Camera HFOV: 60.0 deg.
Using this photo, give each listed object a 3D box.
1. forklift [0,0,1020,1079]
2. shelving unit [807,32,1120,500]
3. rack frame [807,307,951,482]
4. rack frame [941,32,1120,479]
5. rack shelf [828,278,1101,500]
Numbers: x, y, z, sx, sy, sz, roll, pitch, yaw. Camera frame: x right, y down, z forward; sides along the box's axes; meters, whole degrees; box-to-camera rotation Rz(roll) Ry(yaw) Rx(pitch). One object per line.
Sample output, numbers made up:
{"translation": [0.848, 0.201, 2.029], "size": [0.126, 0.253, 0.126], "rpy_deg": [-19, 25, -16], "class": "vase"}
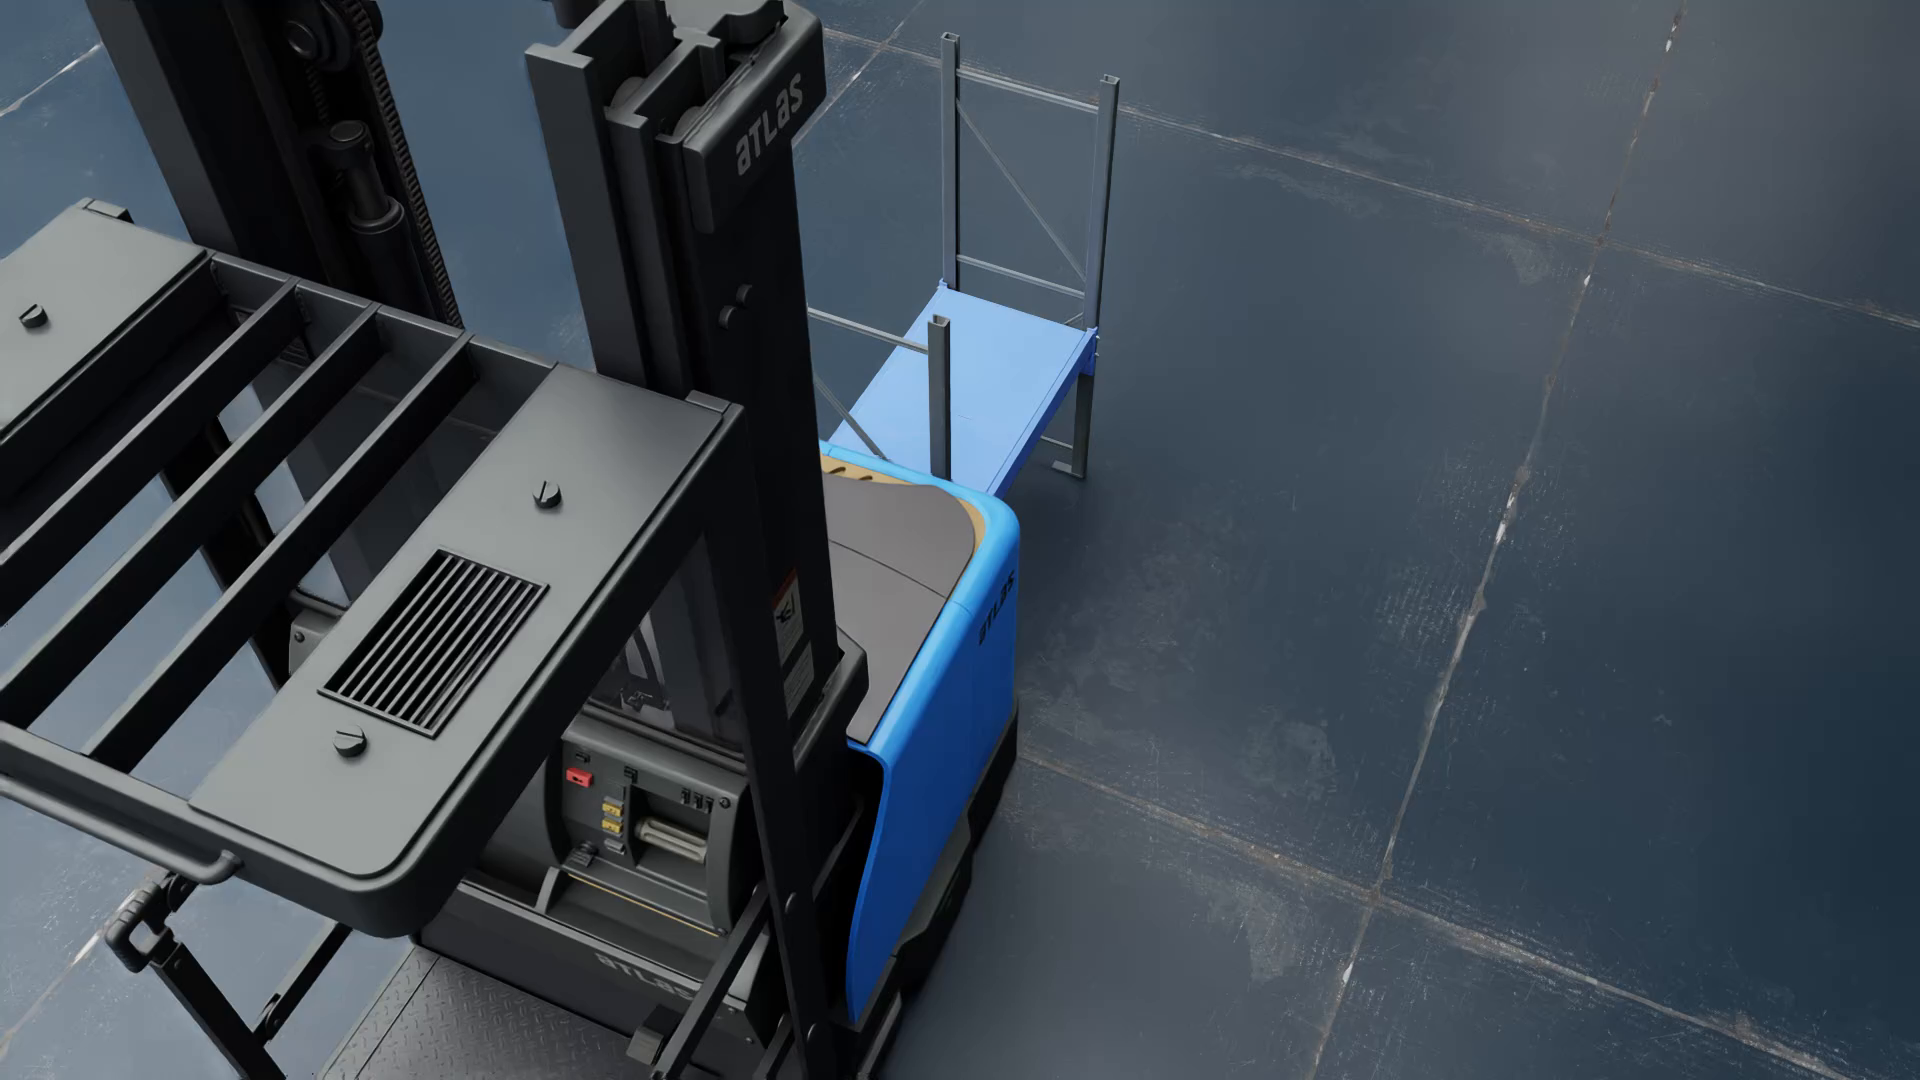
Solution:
{"translation": [-0.893, 0.544, 2.862], "size": [1.130, 2.935, 3.031], "rpy_deg": [18, 52, 15], "class": "forklift"}
{"translation": [-0.036, -0.427, 4.629], "size": [0.538, 1.500, 1.048], "rpy_deg": [20, 52, 16], "class": "shelving unit"}
{"translation": [-0.254, -0.077, 4.331], "size": [0.500, 1.500, 0.032], "rpy_deg": [20, 52, 16], "class": "rack frame"}
{"translation": [0.181, -0.777, 4.927], "size": [0.500, 1.500, 0.032], "rpy_deg": [20, 52, 16], "class": "rack frame"}
{"translation": [-0.036, -0.311, 4.766], "size": [0.538, 0.185, 1.000], "rpy_deg": [20, 52, 16], "class": "rack shelf"}
